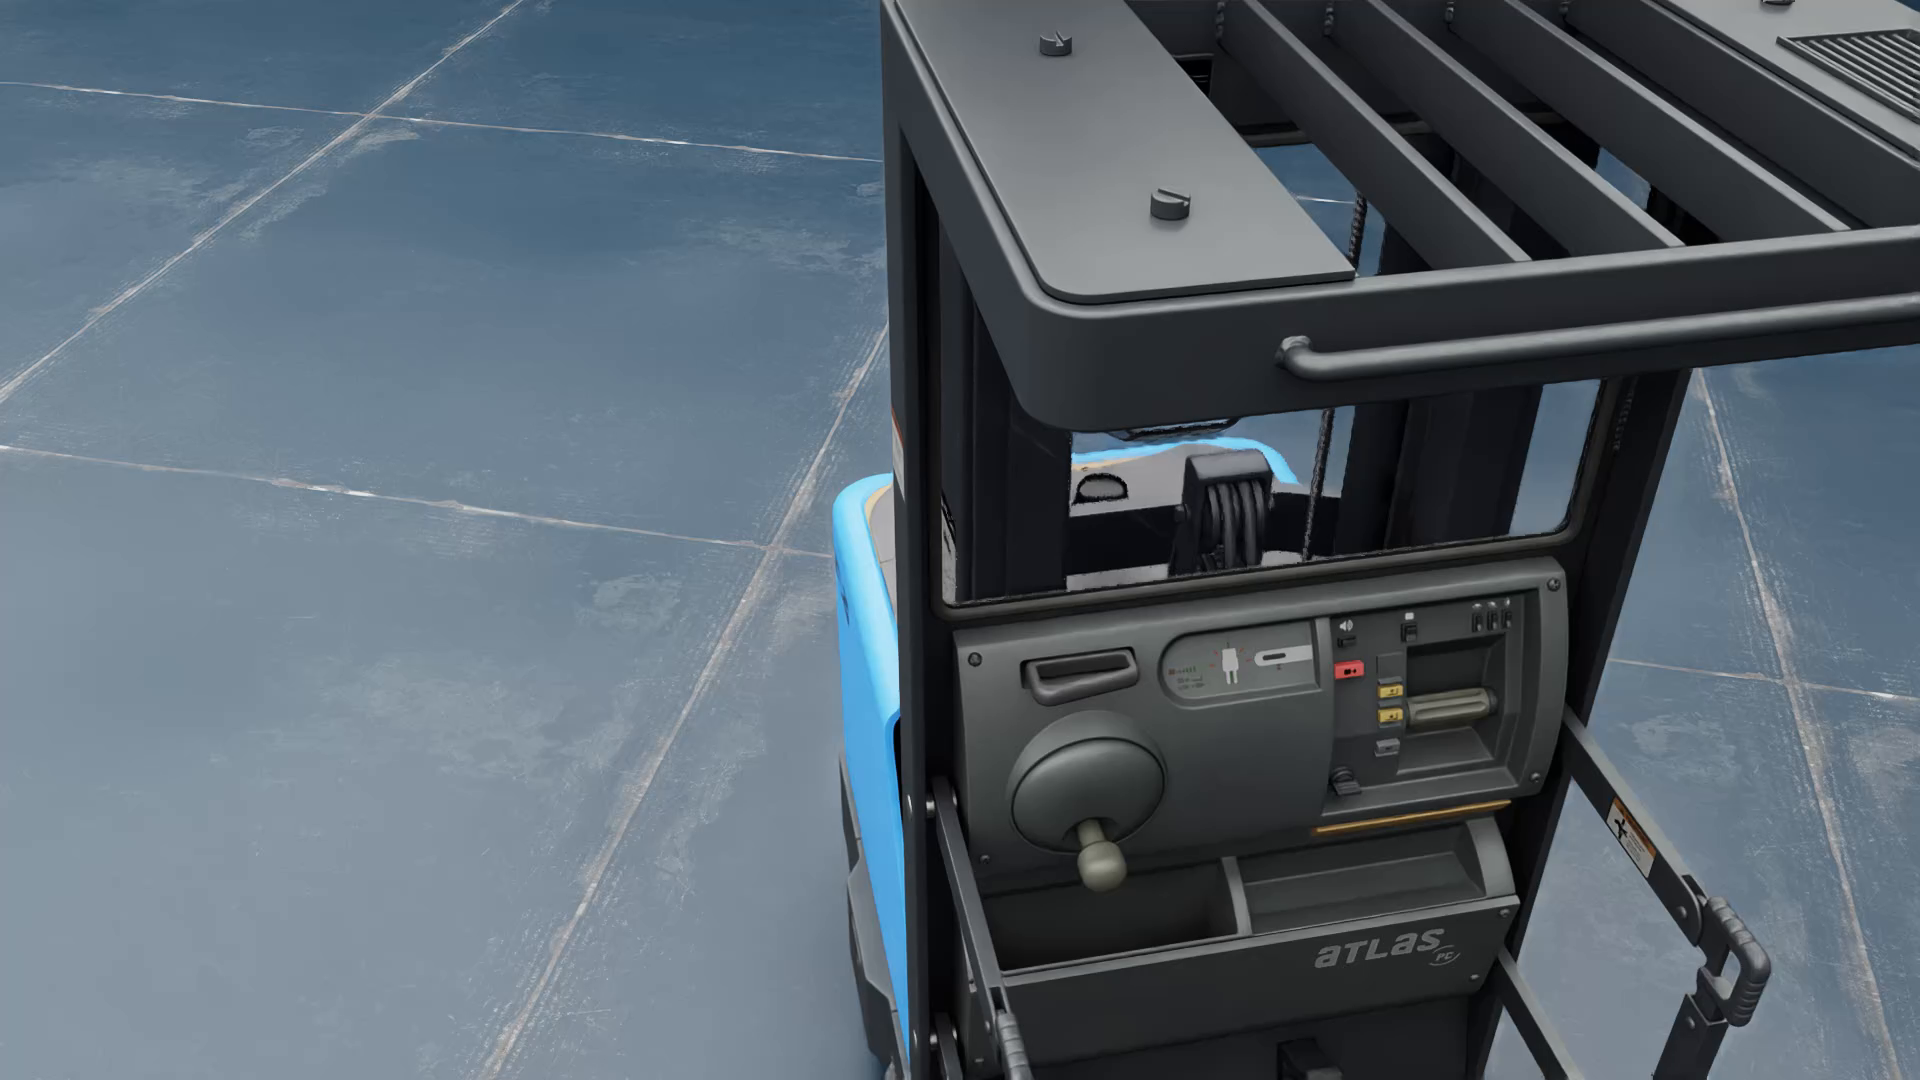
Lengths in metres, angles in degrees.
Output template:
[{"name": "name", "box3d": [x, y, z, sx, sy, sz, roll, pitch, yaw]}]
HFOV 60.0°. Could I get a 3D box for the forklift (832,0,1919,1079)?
[{"name": "forklift", "box3d": [0.501, 0.339, 2.285, 1.130, 2.935, 3.031, -7, 36, -9]}]
